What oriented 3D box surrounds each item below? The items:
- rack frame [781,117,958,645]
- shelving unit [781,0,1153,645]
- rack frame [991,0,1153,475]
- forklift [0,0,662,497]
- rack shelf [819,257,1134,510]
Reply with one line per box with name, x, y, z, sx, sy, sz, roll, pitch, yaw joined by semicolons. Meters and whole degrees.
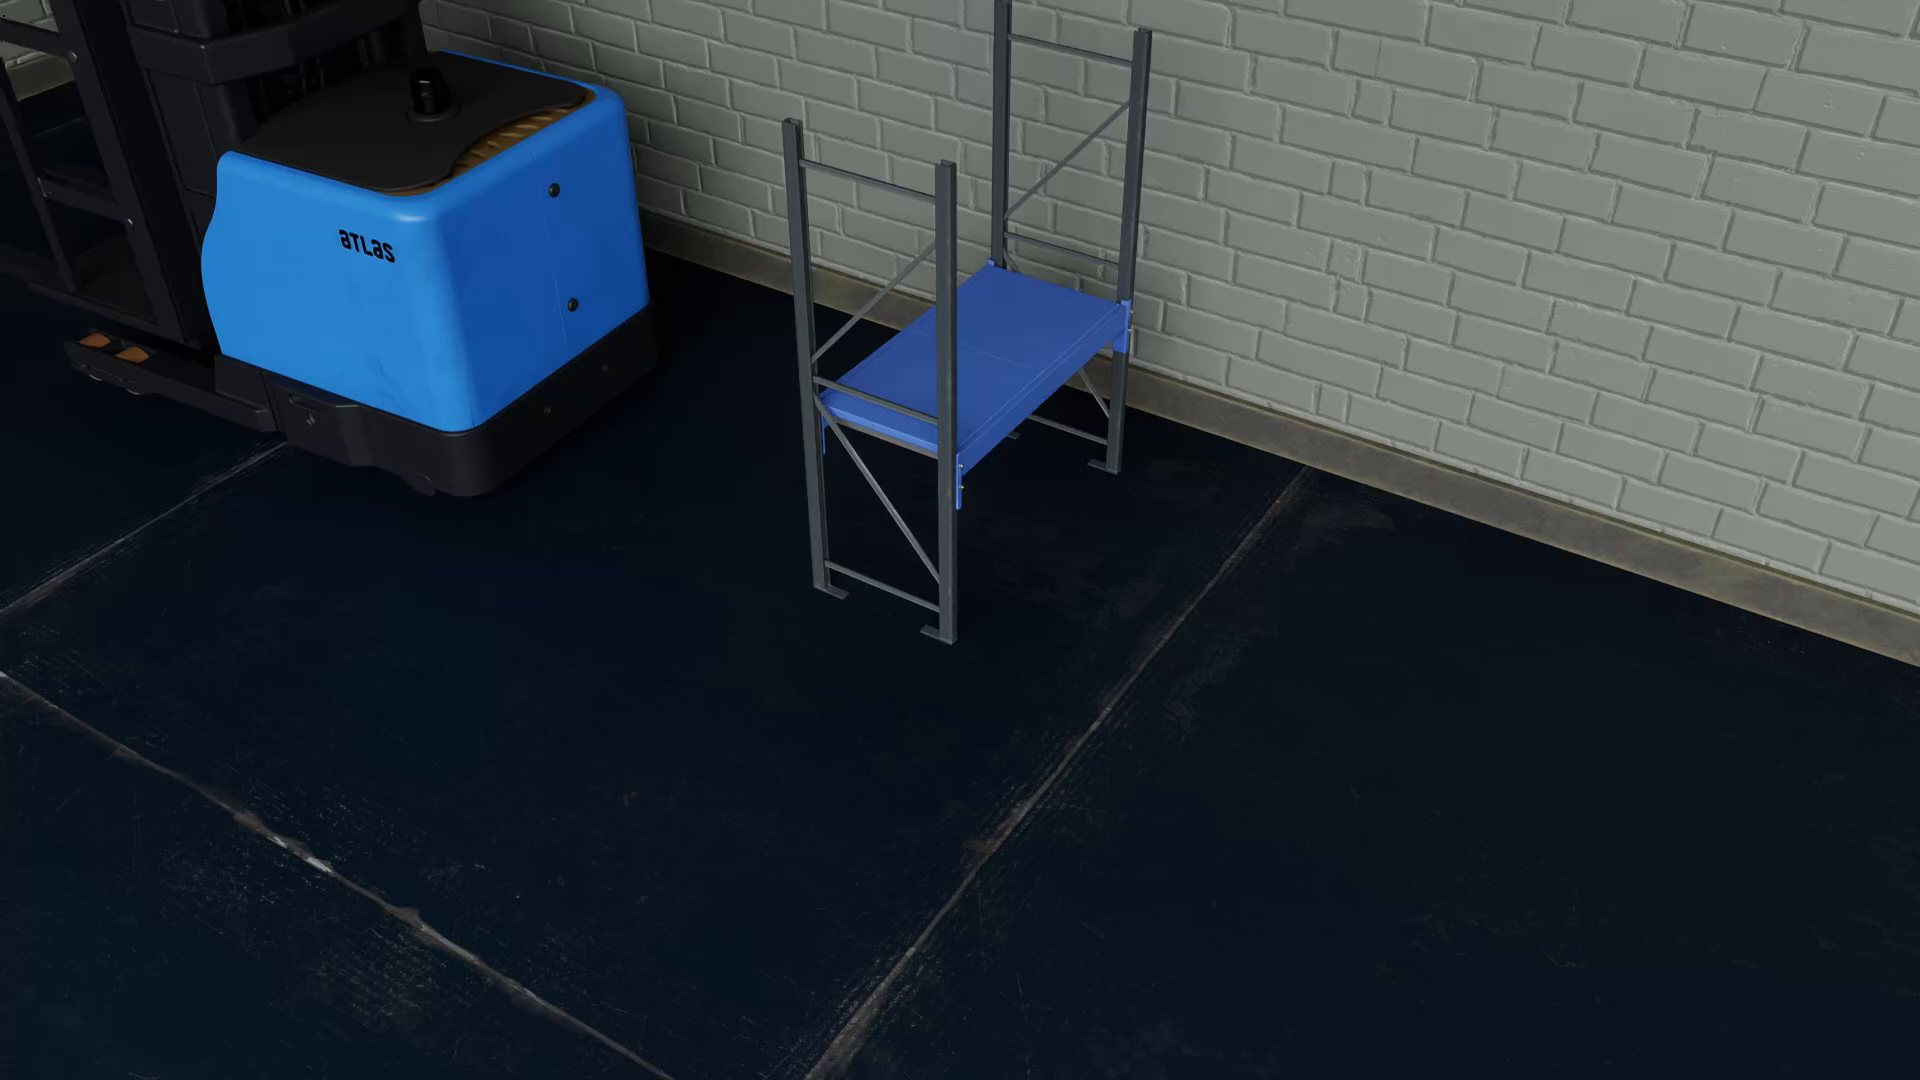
rack frame;-0.227;-0.376;4.509;0.500;1.500;0.032;21;42;25
shelving unit;0.046;-0.638;4.849;0.538;1.500;1.048;21;42;25
rack frame;0.318;-0.900;5.189;0.500;1.500;0.032;21;42;25
forklift;-2.614;-1.941;5.368;3.031;2.935;1.130;18;41;22
rack shelf;0.046;-0.496;4.959;0.538;0.185;1.000;21;42;25
